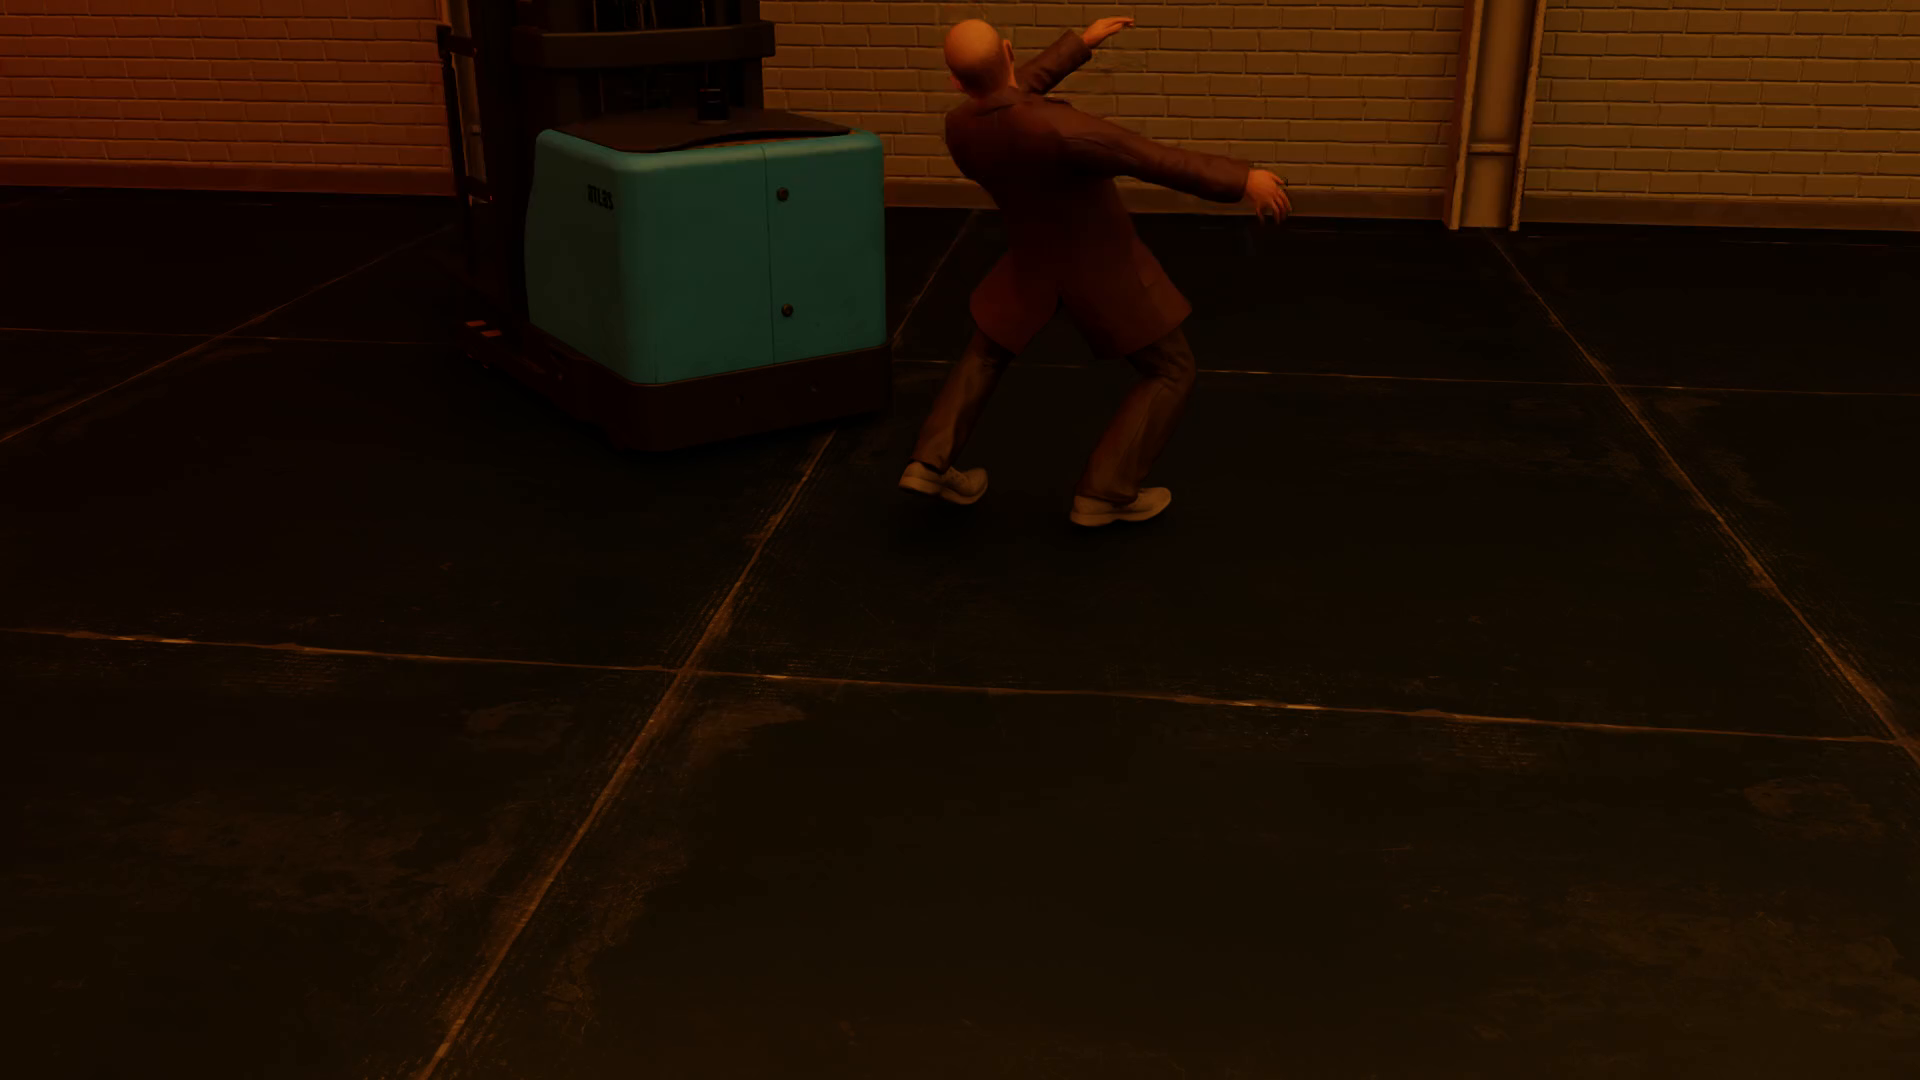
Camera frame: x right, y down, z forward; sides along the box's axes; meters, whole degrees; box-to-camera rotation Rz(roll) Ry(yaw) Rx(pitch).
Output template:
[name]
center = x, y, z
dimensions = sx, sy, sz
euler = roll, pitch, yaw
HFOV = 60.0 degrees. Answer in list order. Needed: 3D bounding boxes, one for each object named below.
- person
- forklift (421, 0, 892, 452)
[person]
center = 0.440, -0.785, 5.043
dimensions = 1.065, 1.537, 0.835
euler = 11, 24, 26
[forklift]
center = -1.492, -2.159, 6.615
dimensions = 1.130, 2.935, 3.031
euler = -14, 26, -31
